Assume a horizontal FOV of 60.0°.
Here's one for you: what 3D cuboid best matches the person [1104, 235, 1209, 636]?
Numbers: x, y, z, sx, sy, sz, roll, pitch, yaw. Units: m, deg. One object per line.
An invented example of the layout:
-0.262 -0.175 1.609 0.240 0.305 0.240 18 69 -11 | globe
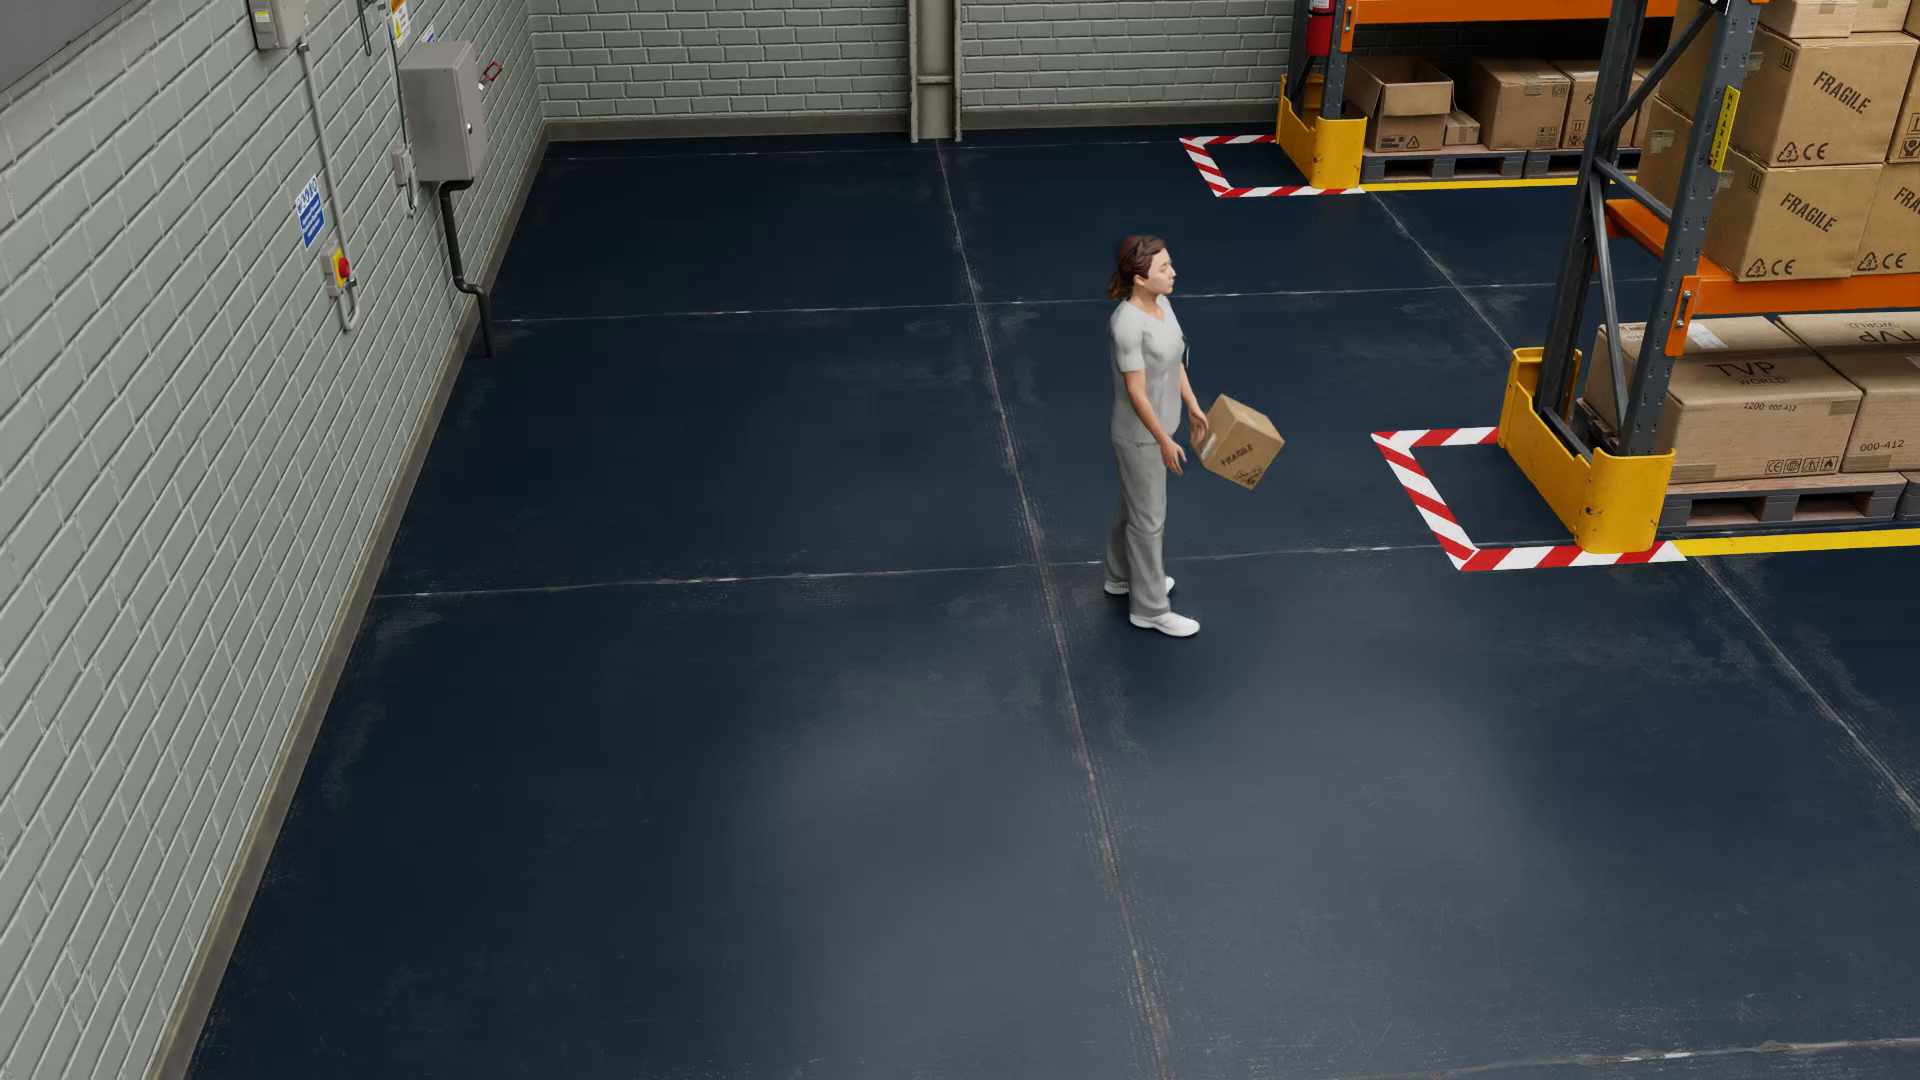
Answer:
0.832 -0.440 6.851 0.549 1.670 0.484 13 34 21 | person
